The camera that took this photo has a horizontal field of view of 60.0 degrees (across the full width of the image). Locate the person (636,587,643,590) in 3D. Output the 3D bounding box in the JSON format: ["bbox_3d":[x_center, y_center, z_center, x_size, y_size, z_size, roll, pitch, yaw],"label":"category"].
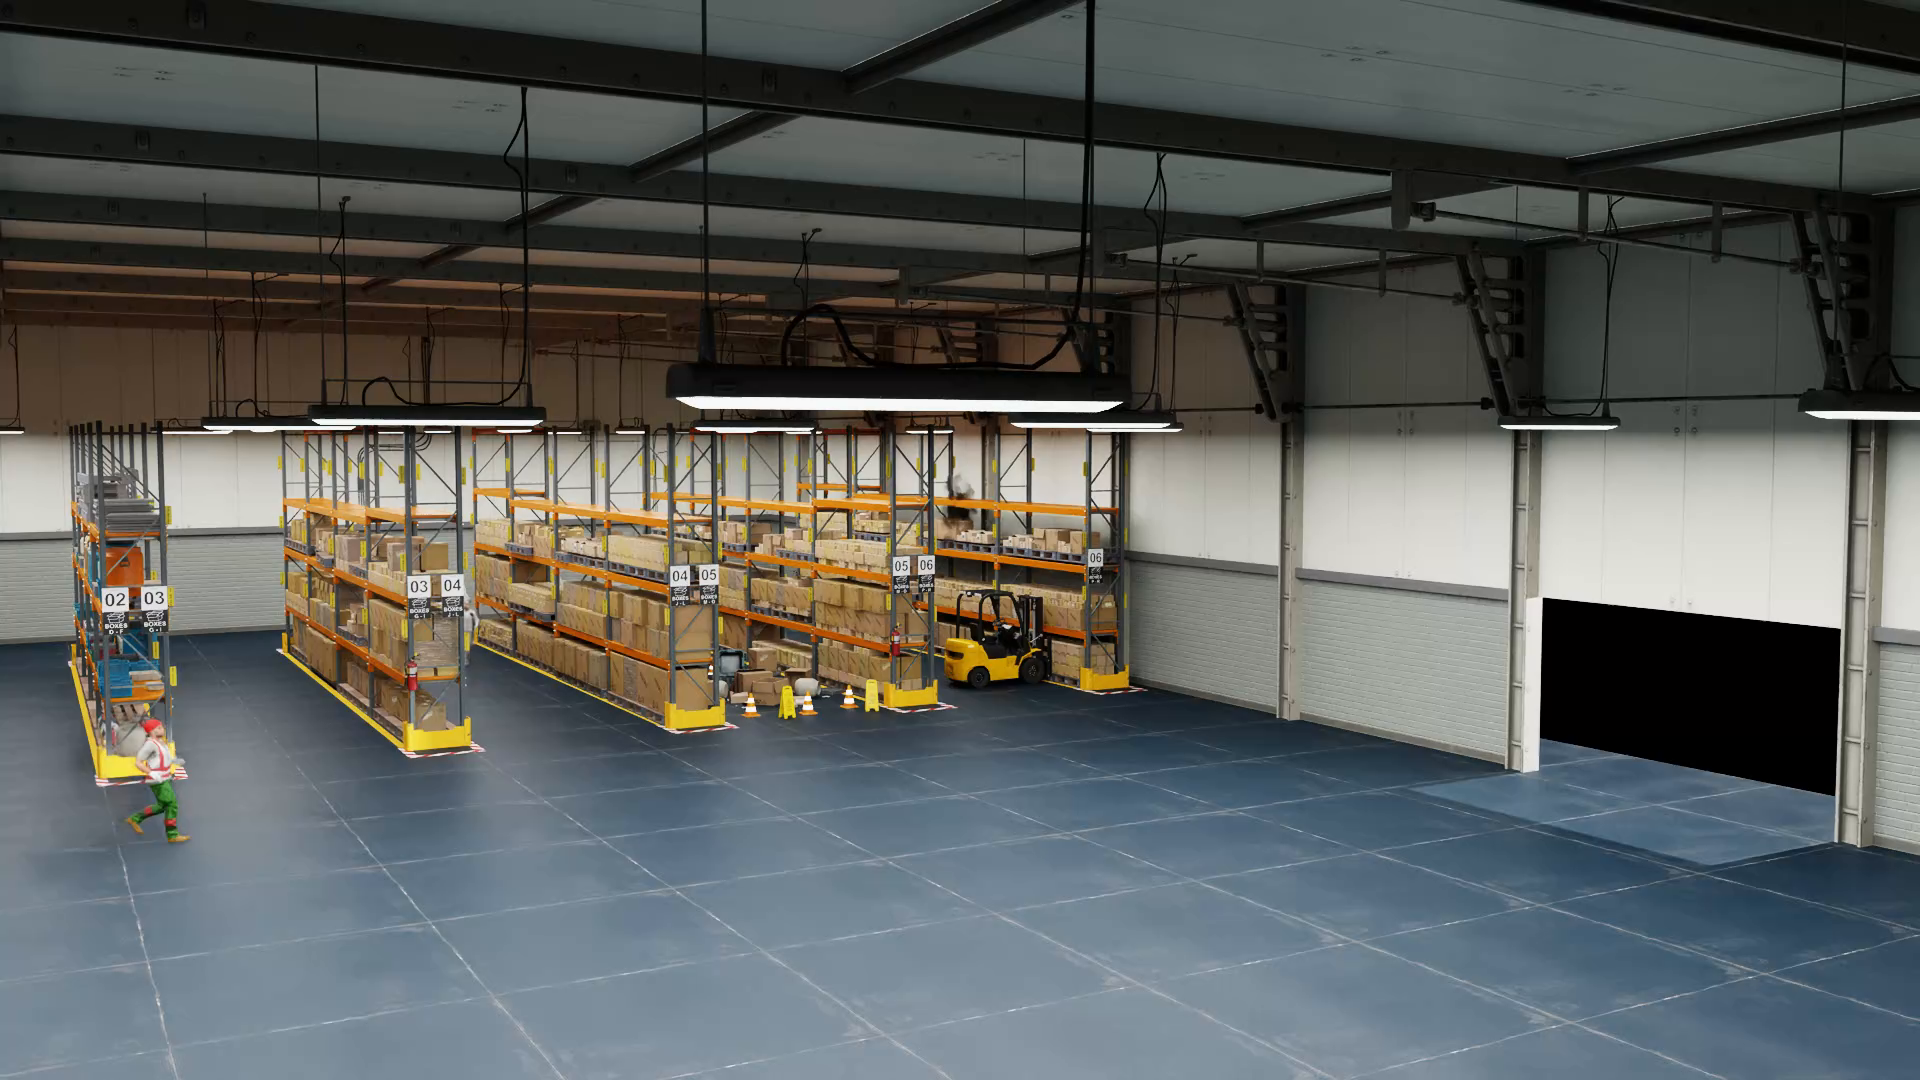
[{"bbox_3d":[-9.633,1.829,50.484,0.642,1.548,0.604,-1,4,-12],"label":"person"}]

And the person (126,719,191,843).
[{"bbox_3d":[-11.322,3.395,23.422,0.868,1.760,0.668,-1,4,-10],"label":"person"}]

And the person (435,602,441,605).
[{"bbox_3d":[-14.648,2.033,46.361,0.783,1.672,0.571,2,4,24],"label":"person"}]

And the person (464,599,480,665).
[{"bbox_3d":[-12.428,2.308,41.938,0.634,1.666,0.544,-2,4,-26],"label":"person"}]
